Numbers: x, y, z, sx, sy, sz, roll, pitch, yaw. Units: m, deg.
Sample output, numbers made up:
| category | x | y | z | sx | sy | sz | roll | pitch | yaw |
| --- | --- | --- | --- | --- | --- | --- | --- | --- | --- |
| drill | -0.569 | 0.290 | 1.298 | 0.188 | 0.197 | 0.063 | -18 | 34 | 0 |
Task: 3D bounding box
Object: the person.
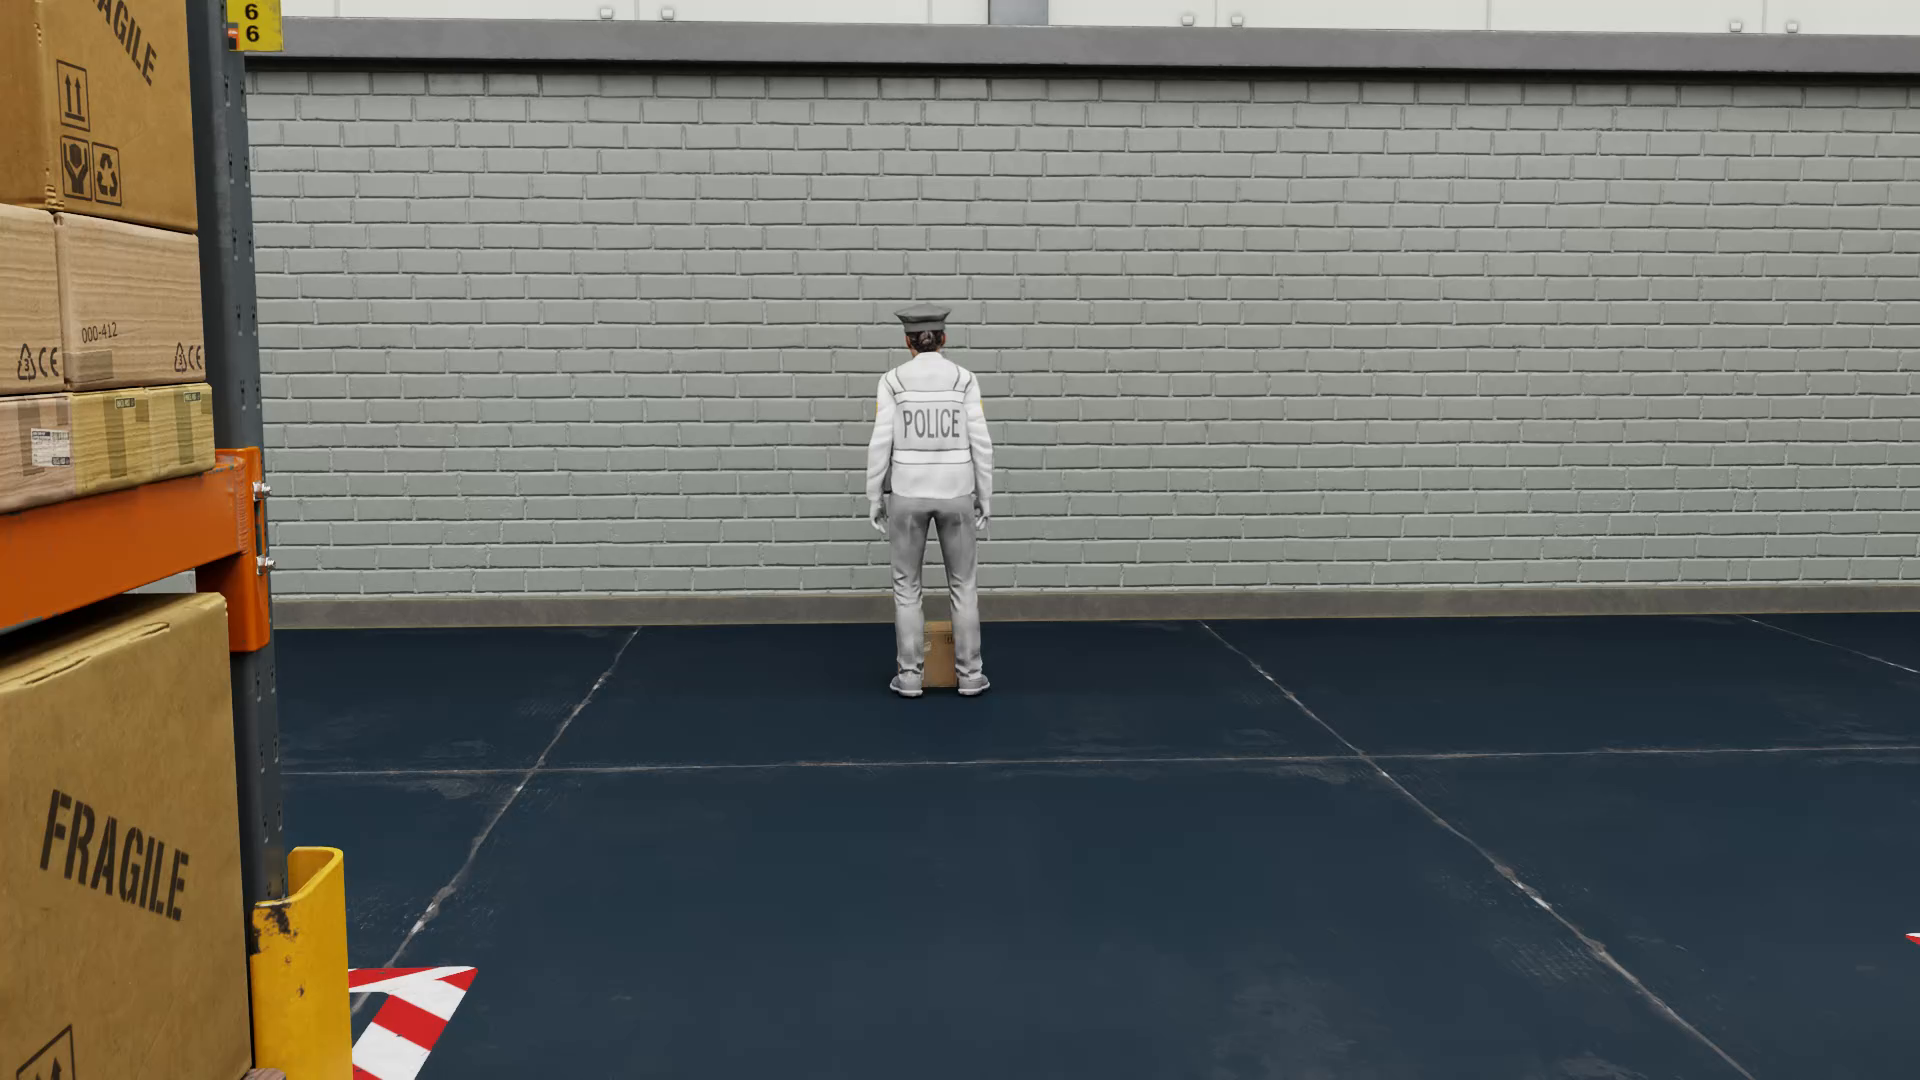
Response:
| category | x | y | z | sx | sy | sz | roll | pitch | yaw |
| --- | --- | --- | --- | --- | --- | --- | --- | --- | --- |
| person | -0.128 | -0.164 | 7.083 | 0.538 | 1.662 | 0.378 | -1 | 7 | -5 |
